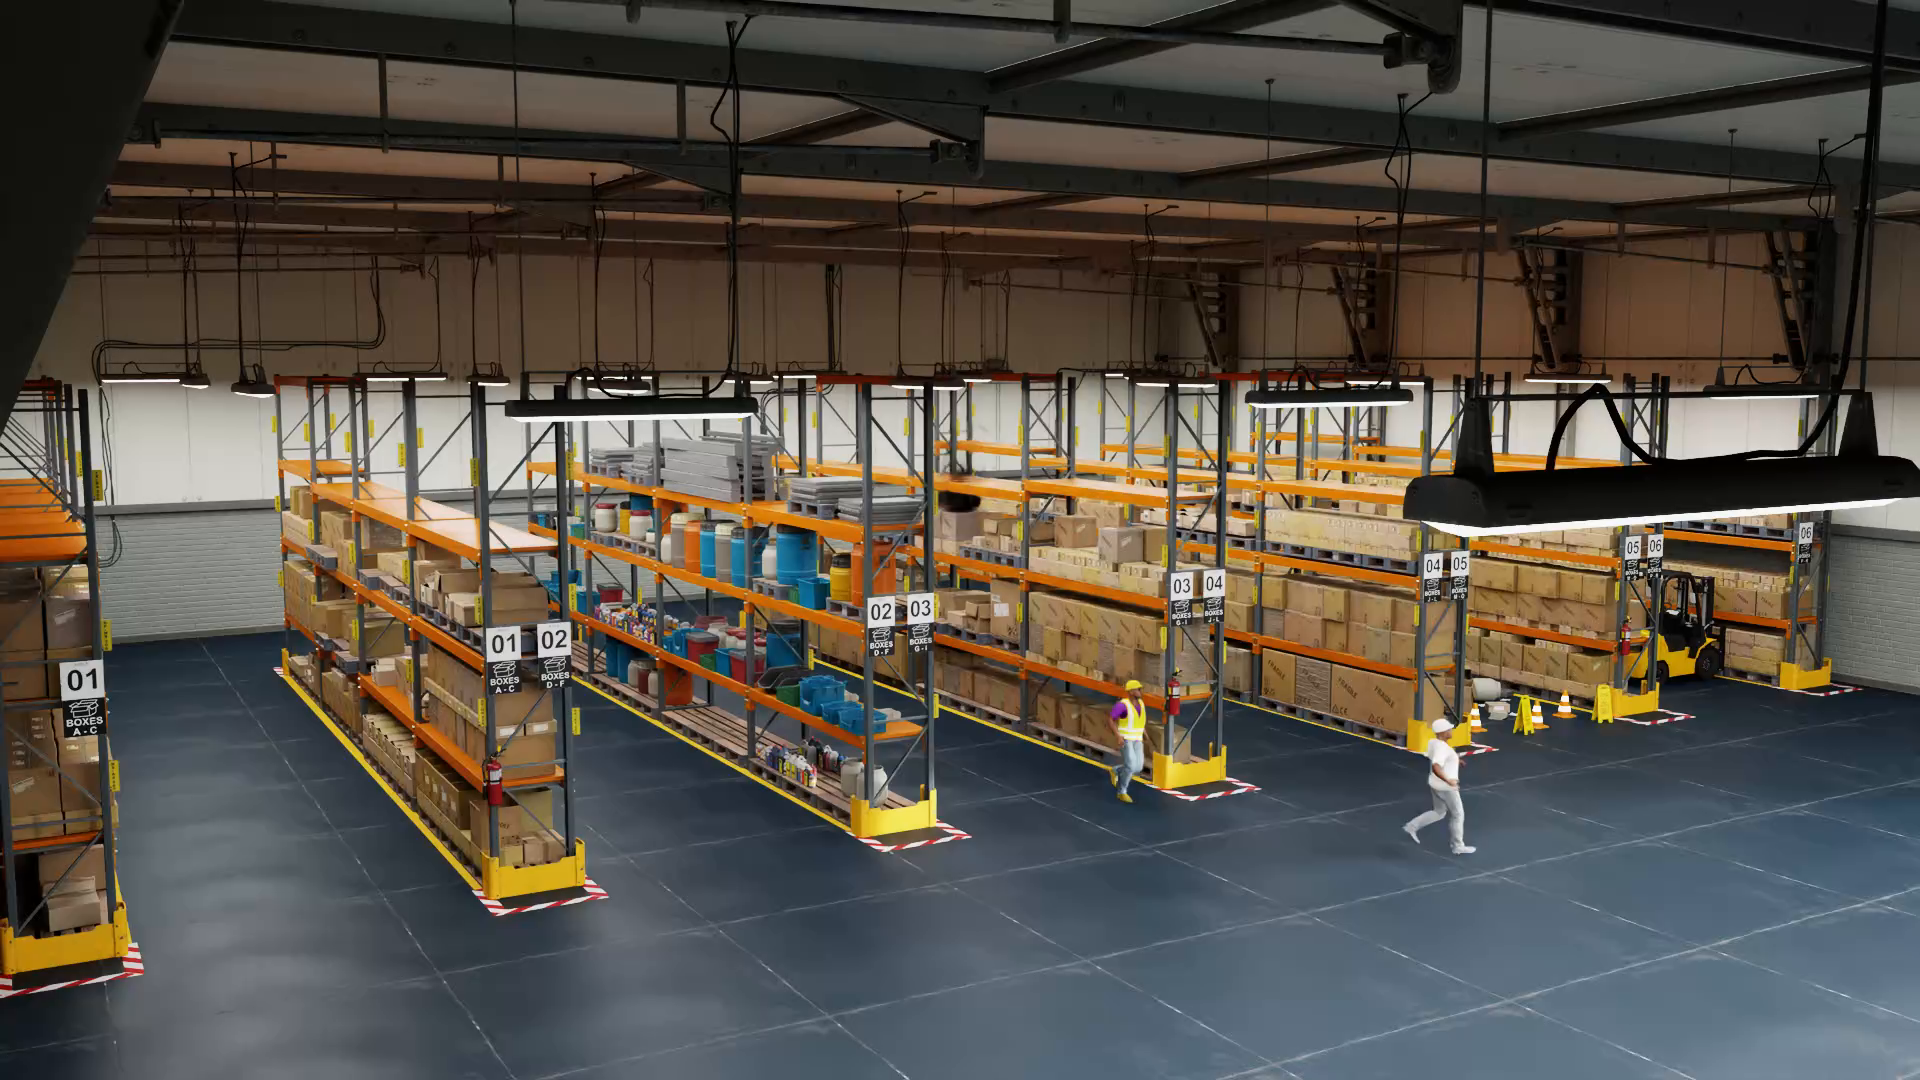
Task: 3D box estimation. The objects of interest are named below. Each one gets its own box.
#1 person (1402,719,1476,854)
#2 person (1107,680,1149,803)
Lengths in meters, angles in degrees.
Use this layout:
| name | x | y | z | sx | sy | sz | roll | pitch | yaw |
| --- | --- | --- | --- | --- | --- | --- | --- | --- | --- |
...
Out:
| name | x | y | z | sx | sy | sz | roll | pitch | yaw |
| --- | --- | --- | --- | --- | --- | --- | --- | --- | --- |
| person | 6.146 | 3.141 | 21.217 | 0.916 | 1.746 | 0.714 | 0 | 6 | -3 |
| person | 2.417 | 2.874 | 24.025 | 0.747 | 1.720 | 0.590 | -5 | 8 | -40 |
